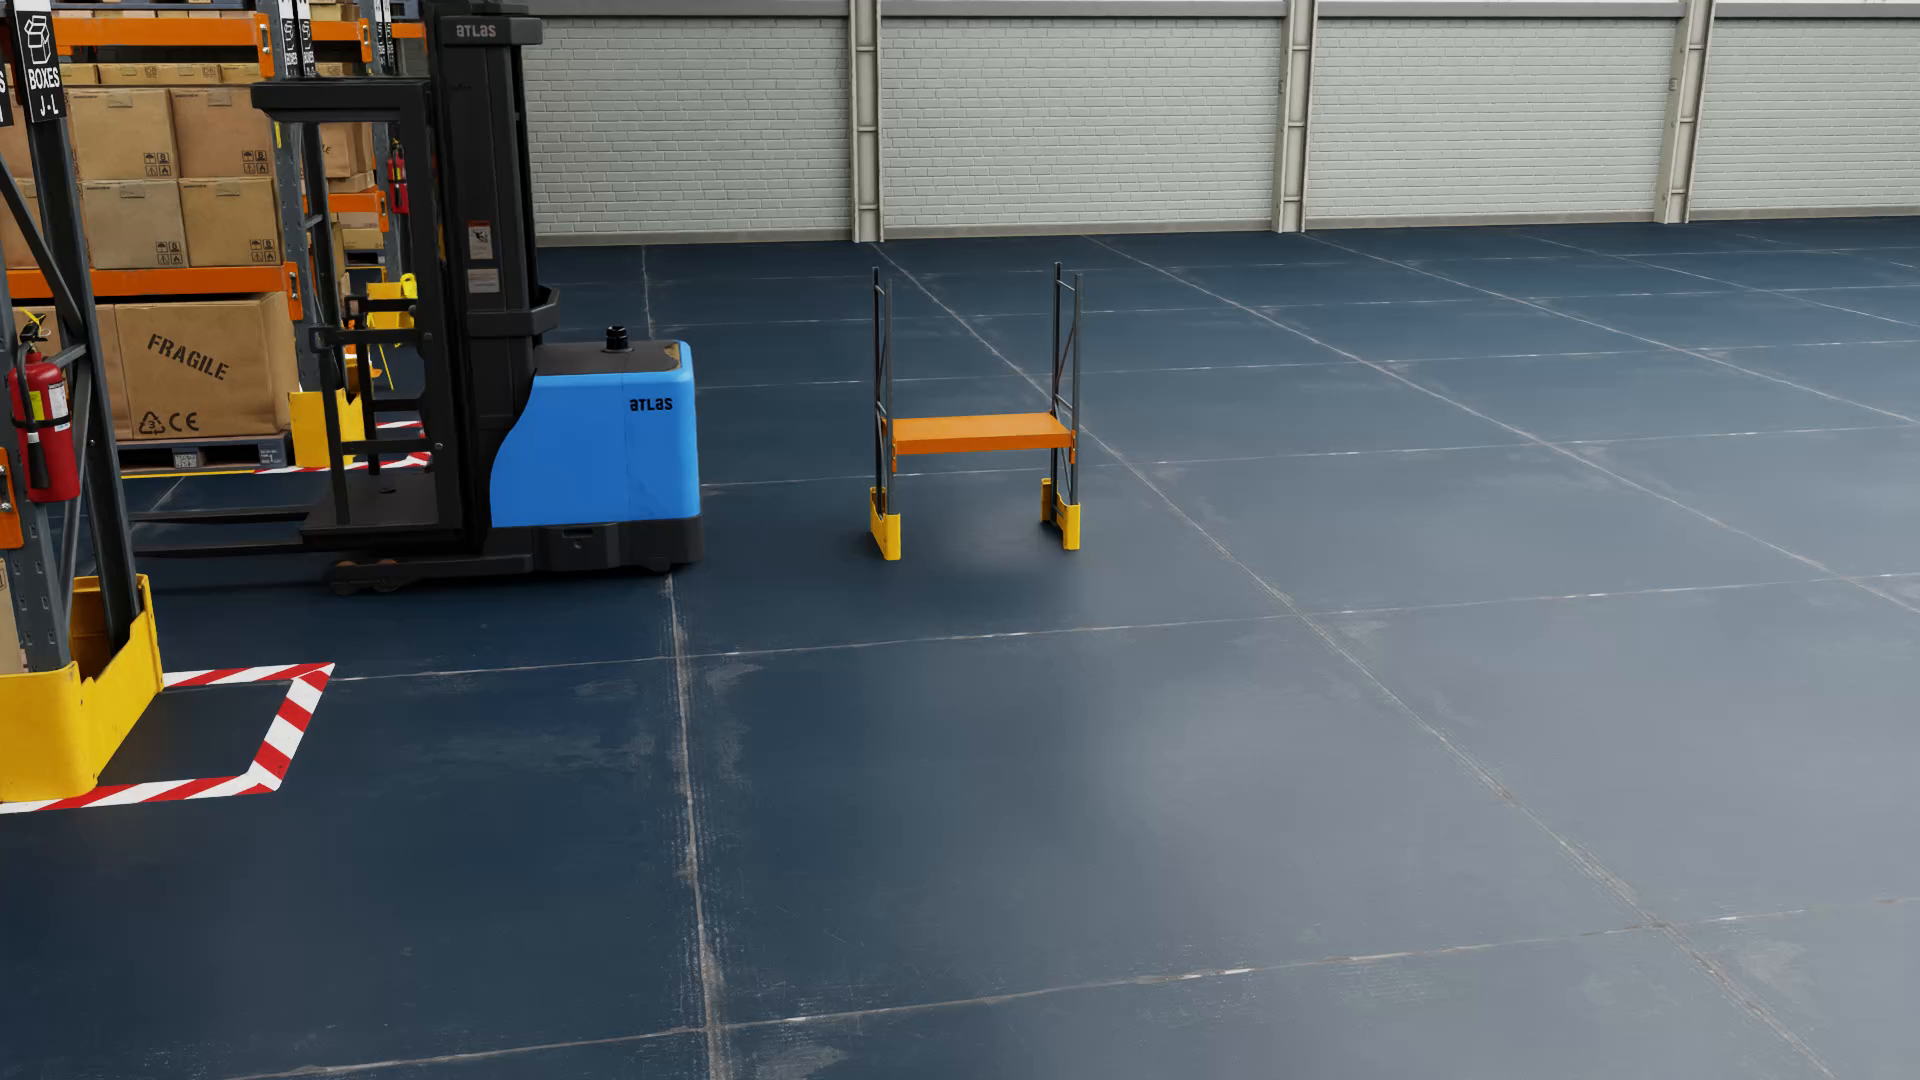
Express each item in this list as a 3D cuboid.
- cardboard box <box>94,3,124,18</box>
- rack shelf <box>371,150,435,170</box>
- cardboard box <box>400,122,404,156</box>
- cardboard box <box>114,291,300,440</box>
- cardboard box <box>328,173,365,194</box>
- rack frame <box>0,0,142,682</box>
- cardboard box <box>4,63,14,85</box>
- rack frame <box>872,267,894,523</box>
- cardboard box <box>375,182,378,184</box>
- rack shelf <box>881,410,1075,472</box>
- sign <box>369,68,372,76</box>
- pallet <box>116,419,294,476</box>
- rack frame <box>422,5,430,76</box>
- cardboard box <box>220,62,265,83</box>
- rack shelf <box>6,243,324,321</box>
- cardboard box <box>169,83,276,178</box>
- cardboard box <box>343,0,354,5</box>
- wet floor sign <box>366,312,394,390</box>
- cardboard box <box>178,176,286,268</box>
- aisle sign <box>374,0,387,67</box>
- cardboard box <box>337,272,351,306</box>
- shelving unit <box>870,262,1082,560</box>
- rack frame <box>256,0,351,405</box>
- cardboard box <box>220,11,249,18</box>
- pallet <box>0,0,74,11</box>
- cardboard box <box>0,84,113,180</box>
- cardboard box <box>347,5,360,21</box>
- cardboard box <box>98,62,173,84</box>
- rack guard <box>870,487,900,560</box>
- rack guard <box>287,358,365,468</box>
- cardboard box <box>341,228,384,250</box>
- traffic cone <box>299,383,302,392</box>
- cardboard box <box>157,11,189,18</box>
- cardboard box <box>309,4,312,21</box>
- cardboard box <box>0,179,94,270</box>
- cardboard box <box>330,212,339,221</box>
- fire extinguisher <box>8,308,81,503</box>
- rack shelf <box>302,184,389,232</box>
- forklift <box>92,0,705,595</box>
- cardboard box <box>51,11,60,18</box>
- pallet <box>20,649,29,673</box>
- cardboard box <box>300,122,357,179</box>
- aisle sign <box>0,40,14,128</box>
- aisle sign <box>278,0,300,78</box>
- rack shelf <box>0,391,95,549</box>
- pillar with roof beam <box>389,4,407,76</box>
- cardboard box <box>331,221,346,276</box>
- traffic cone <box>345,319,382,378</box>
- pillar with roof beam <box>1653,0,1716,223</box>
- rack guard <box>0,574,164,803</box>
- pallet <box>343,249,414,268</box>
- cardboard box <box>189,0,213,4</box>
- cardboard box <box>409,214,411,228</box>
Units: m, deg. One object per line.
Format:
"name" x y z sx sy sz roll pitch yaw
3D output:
"cardboard box" -7.395 -4.620 14.564 0.250 0.149 0.380 -3 17 -10
"rack shelf" -8.246 -4.472 19.988 4.000 0.370 1.077 -3 17 -10
"cardboard box" -6.716 -4.872 19.895 0.500 0.500 0.500 -4 17 -12
"cardboard box" -4.952 -1.203 11.025 0.875 0.875 0.875 -3 17 -10
"cardboard box" -5.664 -3.294 15.355 0.250 0.149 0.380 -3 17 -9
"rack frame" -3.457 -0.640 6.286 0.127 3.000 1.000 -3 17 -10
"cardboard box" -8.286 -3.926 14.605 0.500 0.500 0.700 -3 17 -10
"rack frame" -0.415 -0.693 9.015 0.032 1.500 0.500 -3 17 -10
"cardboard box" -7.176 -4.146 19.966 0.500 0.250 0.500 -3 17 -9
"rack shelf" 0.084 -0.550 9.160 1.000 0.185 0.538 -3 17 -10
"sign" -5.252 -4.040 14.846 0.005 0.325 0.100 -3 17 -10
"pallet" -5.069 -0.675 11.150 1.213 0.211 1.003 -3 17 -10
"rack frame" -6.283 -4.927 20.245 0.127 3.000 1.000 -3 17 -10
"cardboard box" -6.296 -4.047 14.999 0.500 0.500 0.700 -3 17 -10
"rack shelf" -6.263 -1.620 10.702 4.000 0.370 1.077 -3 17 -10
"cardboard box" -4.671 -2.654 10.748 0.550 0.550 0.875 -3 17 -10
"cardboard box" -5.882 -5.050 15.284 0.500 0.250 0.500 -4 17 -11
"wet floor sign" -4.646 -1.522 13.169 0.232 0.644 0.267 -6 18 -20
"cardboard box" -4.655 -2.113 10.827 0.550 0.550 0.875 -3 17 -10
"aisle sign" -5.222 -4.659 14.944 0.004 0.787 0.394 -3 17 -10
"cardboard box" -6.182 -2.418 16.042 0.500 0.250 0.500 -3 17 -11
"shelving unit" 0.075 -0.721 9.105 1.083 1.500 0.587 -3 17 -10
"rack frame" -4.299 -2.075 10.959 0.127 3.000 1.000 -3 17 -10
"cardboard box" -6.401 -4.687 14.781 0.250 0.149 0.380 -3 17 -10
"pallet" -6.226 -3.353 10.163 1.213 0.211 1.003 -3 17 -10
"cardboard box" -5.769 -2.604 10.587 0.550 0.550 0.875 -3 17 -10
"cardboard box" -5.725 -4.885 15.428 0.250 0.149 0.380 -3 17 -10
"cardboard box" -7.293 -4.001 14.850 0.500 0.500 0.700 -3 17 -11
"rack guard" -0.414 -0.096 9.199 0.087 0.250 0.587 -3 17 -10
"rack guard" -4.276 -0.882 11.331 0.348 0.500 1.175 -3 17 -10
"cardboard box" -7.174 -3.671 20.124 0.500 0.250 0.500 -3 17 -10
"traffic cone" -5.090 -1.242 12.568 0.334 0.463 0.336 -3 17 -10
"cardboard box" -6.897 -4.647 14.650 0.250 0.149 0.380 -4 17 -12
"cardboard box" -5.873 -4.687 14.780 0.250 0.149 0.380 -3 17 -10
"cardboard box" -5.764 -2.081 10.723 0.550 0.550 0.875 -3 17 -10
"cardboard box" -7.699 -3.876 19.938 0.500 0.250 0.500 -4 17 -12
"fire extinguisher" -3.258 -0.476 5.885 0.183 0.674 0.296 -3 17 -10
"rack shelf" -7.301 -3.041 15.330 4.000 0.370 1.077 -3 17 -10
"forklift" -2.915 -1.292 8.527 3.031 2.935 1.130 -3 17 -10
"cardboard box" -7.904 -4.592 14.474 0.250 0.149 0.380 -4 17 -12
"pallet" -4.336 0.733 6.567 1.213 0.211 1.003 -3 17 -10
"cardboard box" -5.818 -3.577 15.171 0.500 0.500 0.500 -4 17 -11
"aisle sign" -3.340 -1.799 5.634 0.004 0.787 0.394 -3 17 -10
"aisle sign" -4.173 -3.235 10.309 0.004 0.787 0.394 -3 17 -10
"rack shelf" -5.421 -0.184 6.029 4.000 0.370 1.077 -3 17 -10
"pillar with roof beam" -6.321 -6.775 16.043 0.400 9.000 9.100 -3 17 -10
"cardboard box" -6.205 -2.775 15.927 0.500 0.500 0.500 -4 17 -12
"traffic cone" -4.970 -1.587 13.690 0.334 0.463 0.336 -3 17 -10
"pillar with roof beam" 11.353 -7.778 19.307 0.400 9.000 9.100 -3 17 -10
"rack guard" -3.532 0.559 6.639 0.348 0.500 1.175 -3 17 -10
"pallet" -7.026 -3.540 20.476 1.213 0.211 1.003 -3 17 -10
"cardboard box" -6.791 -4.837 14.590 0.500 0.250 0.500 -3 17 -9
"cardboard box" -6.701 -3.935 20.132 0.500 0.250 0.500 -3 17 -11
